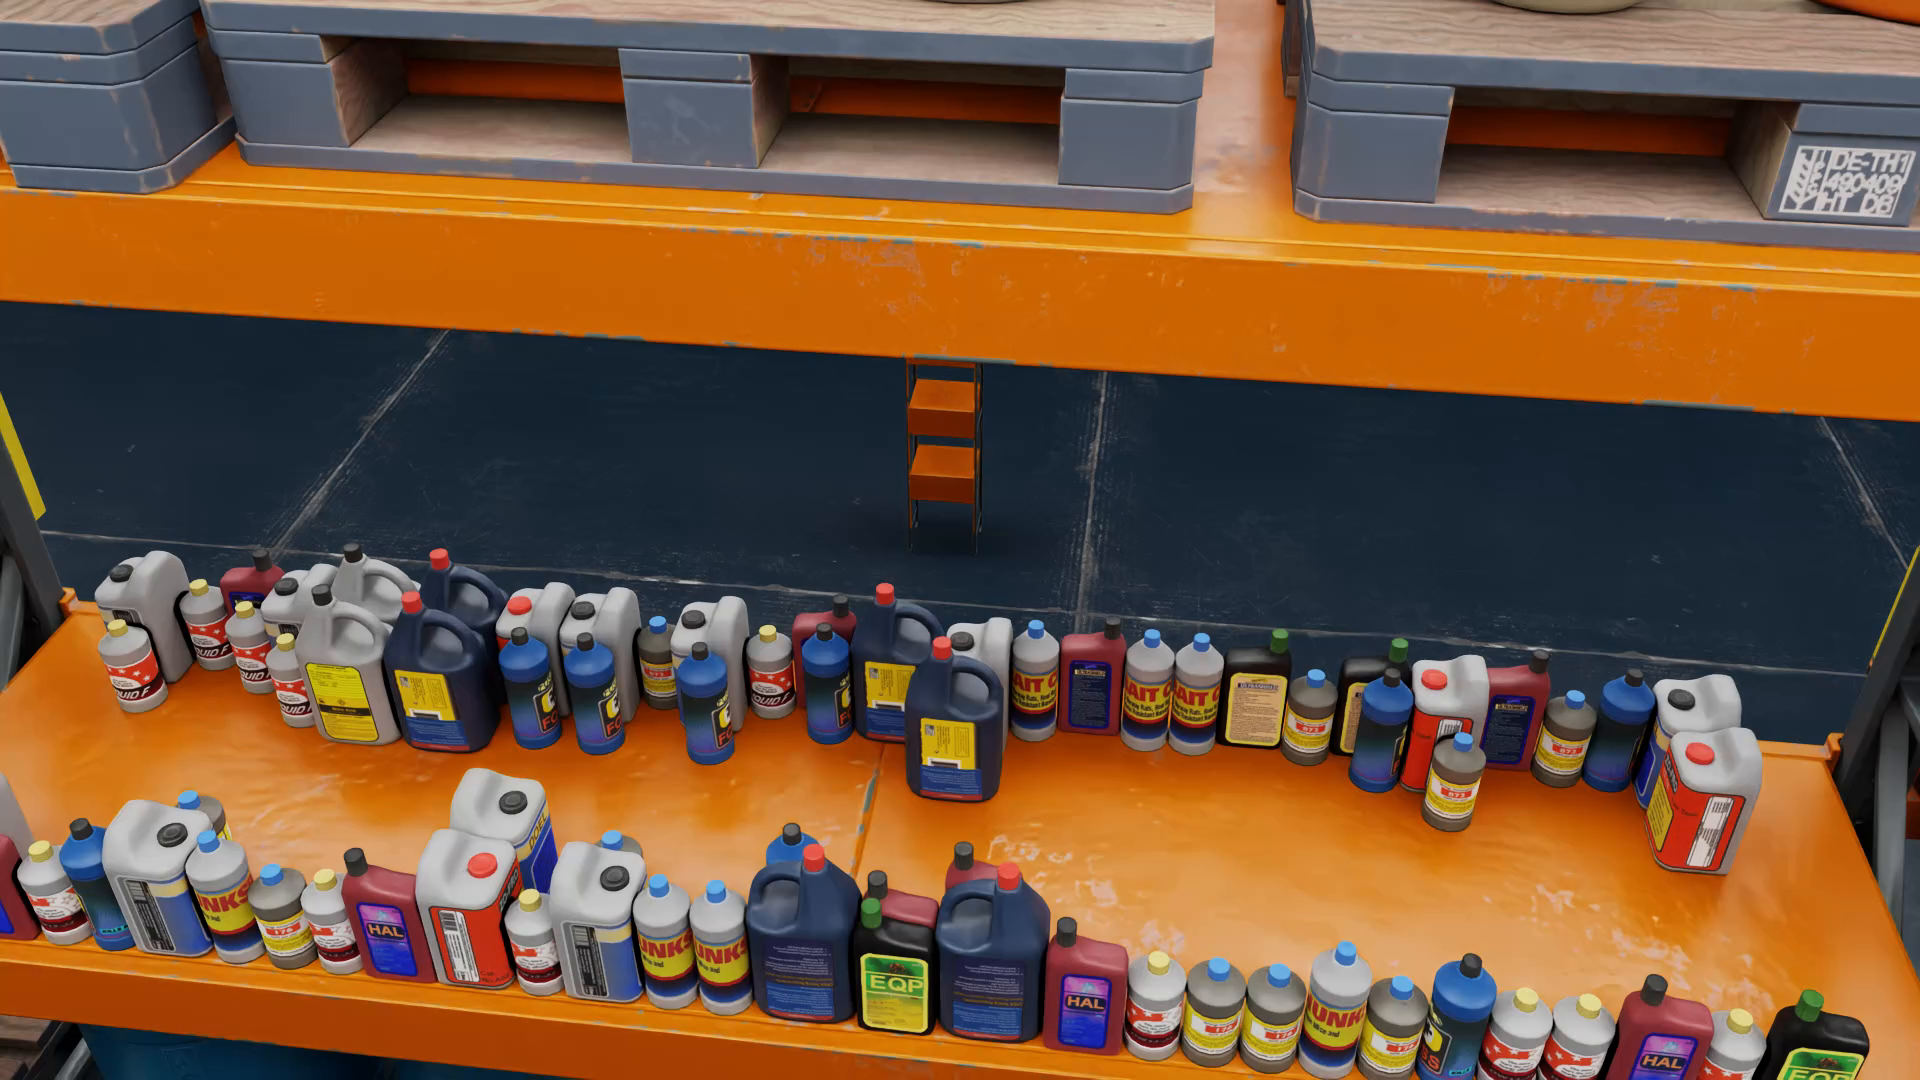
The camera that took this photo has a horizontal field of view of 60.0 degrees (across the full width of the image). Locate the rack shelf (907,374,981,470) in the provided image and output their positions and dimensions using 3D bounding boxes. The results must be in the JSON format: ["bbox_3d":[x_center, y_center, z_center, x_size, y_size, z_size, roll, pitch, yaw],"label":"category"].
[{"bbox_3d":[-0.053,-0.423,5.957,0.240,0.259,0.215,4,36,6],"label":"rack shelf"}]

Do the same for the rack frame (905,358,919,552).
[{"bbox_3d":[-0.174,-0.440,5.963,0.008,1.050,0.200,4,36,6],"label":"rack frame"}]

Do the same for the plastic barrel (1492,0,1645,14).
[{"bbox_3d":[0.715,-0.776,1.930,0.301,0.262,0.301,0,36,0],"label":"plastic barrel"}]

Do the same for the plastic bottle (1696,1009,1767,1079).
[{"bbox_3d":[1.229,0.832,2.673,0.097,0.201,0.097,0,36,0],"label":"plastic bottle"}]

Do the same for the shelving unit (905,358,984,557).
[{"bbox_3d":[-0.053,-0.431,5.951,0.252,1.050,0.215,4,36,6],"label":"shelving unit"}]

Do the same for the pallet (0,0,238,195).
[{"bbox_3d":[-1.381,-0.884,2.487,1.003,0.211,1.213,4,36,6],"label":"pallet"}]

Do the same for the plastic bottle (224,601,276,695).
[{"bbox_3d":[-1.496,0.220,3.530,0.097,0.201,0.097,0,36,0],"label":"plastic bottle"}]

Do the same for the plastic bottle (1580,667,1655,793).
[{"bbox_3d":[1.297,0.364,3.268,0.097,0.271,0.097,0,36,0],"label":"plastic bottle"}]

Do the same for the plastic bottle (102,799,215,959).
[{"bbox_3d":[-1.397,0.590,2.948,0.135,0.276,0.152,4,36,6],"label":"plastic bottle"}]

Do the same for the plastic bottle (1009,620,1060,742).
[{"bbox_3d":[0.152,0.279,3.388,0.097,0.271,0.097,0,36,0],"label":"plastic bottle"}]

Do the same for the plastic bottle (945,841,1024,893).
[{"bbox_3d":[0.042,0.637,2.876,0.133,0.283,0.061,4,36,6],"label":"plastic bottle"}]

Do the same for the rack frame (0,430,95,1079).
[{"bbox_3d":[-2.171,0.259,3.306,0.127,3.000,1.000,4,36,6],"label":"rack frame"}]

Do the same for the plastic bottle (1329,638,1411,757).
[{"bbox_3d":[0.823,0.313,3.329,0.133,0.283,0.061,4,36,6],"label":"plastic bottle"}]

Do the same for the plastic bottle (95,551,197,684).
[{"bbox_3d":[-1.739,0.152,3.562,0.135,0.276,0.152,4,36,6],"label":"plastic bottle"}]

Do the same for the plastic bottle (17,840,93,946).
[{"bbox_3d":[-1.612,0.620,2.970,0.097,0.201,0.097,0,36,0],"label":"plastic bottle"}]

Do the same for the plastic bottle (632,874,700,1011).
[{"bbox_3d":[-0.500,0.675,2.833,0.097,0.271,0.097,0,36,0],"label":"plastic bottle"}]

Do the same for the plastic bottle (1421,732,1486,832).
[{"bbox_3d":[0.952,0.456,3.200,0.097,0.201,0.097,0,36,0],"label":"plastic bottle"}]

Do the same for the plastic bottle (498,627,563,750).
[{"bbox_3d":[-0.874,0.292,3.370,0.097,0.271,0.097,0,36,0],"label":"plastic bottle"}]

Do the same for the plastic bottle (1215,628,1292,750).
[{"bbox_3d":[0.594,0.296,3.353,0.133,0.283,0.061,4,36,6],"label":"plastic bottle"}]

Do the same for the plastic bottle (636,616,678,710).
[{"bbox_3d":[-0.624,0.250,3.489,0.097,0.201,0.097,0,36,0],"label":"plastic bottle"}]

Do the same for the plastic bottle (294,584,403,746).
[{"bbox_3d":[-1.236,0.241,3.372,0.185,0.351,0.144,4,36,6],"label":"plastic bottle"}]

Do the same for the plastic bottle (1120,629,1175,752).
[{"bbox_3d":[0.380,0.296,3.364,0.097,0.271,0.097,0,36,0],"label":"plastic bottle"}]

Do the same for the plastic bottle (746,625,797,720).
[{"bbox_3d":[-0.394,0.267,3.465,0.097,0.201,0.097,0,36,0],"label":"plastic bottle"}]

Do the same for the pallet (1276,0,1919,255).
[{"bbox_3d":[1.050,-0.702,2.233,1.213,0.211,1.003,4,36,6],"label":"pallet"}]

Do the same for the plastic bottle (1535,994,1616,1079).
[{"bbox_3d":[1.000,0.815,2.697,0.097,0.201,0.097,0,36,0],"label":"plastic bottle"}]

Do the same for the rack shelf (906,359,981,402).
[{"bbox_3d":[-0.053,-0.654,5.792,0.240,0.259,0.215,4,36,6],"label":"rack shelf"}]

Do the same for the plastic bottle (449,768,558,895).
[{"bbox_3d":[-0.822,0.544,3.013,0.135,0.276,0.152,4,36,6],"label":"plastic bottle"}]

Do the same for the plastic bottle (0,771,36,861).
[{"bbox_3d":[-1.823,0.494,3.017,0.185,0.351,0.144,4,36,6],"label":"plastic bottle"}]

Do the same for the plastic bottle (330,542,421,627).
[{"bbox_3d":[-1.217,0.158,3.489,0.185,0.351,0.144,4,36,6],"label":"plastic bottle"}]

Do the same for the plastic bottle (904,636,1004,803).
[{"bbox_3d":[-0.011,0.337,3.238,0.185,0.351,0.144,4,36,6],"label":"plastic bottle"}]

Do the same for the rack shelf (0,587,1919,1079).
[{"bbox_3d":[-0.187,0.699,3.307,4.000,0.370,1.077,4,36,6],"label":"rack shelf"}]

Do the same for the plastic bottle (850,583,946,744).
[{"bbox_3d":[-0.125,0.240,3.375,0.185,0.351,0.144,4,36,6],"label":"plastic bottle"}]

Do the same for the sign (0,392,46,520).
[{"bbox_3d":[-2.099,-0.171,3.669,0.005,0.325,0.100,4,36,6],"label":"sign"}]

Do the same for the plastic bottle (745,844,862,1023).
[{"bbox_3d":[-0.261,0.647,2.804,0.185,0.351,0.144,4,36,6],"label":"plastic bottle"}]

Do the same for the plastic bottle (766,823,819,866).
[{"bbox_3d":[-0.289,0.606,2.929,0.097,0.271,0.097,0,36,0],"label":"plastic bottle"}]

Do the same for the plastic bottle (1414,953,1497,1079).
[{"bbox_3d":[0.807,0.772,2.697,0.097,0.271,0.097,0,36,0],"label":"plastic bottle"}]

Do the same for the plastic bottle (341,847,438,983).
[{"bbox_3d":[-0.981,0.645,2.865,0.133,0.283,0.061,4,36,6],"label":"plastic bottle"}]

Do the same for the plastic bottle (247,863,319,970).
[{"bbox_3d":[-1.189,0.652,2.926,0.097,0.201,0.097,0,36,0],"label":"plastic bottle"}]

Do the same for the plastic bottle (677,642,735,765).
[{"bbox_3d":[-0.510,0.319,3.332,0.097,0.271,0.097,0,36,0],"label":"plastic bottle"}]

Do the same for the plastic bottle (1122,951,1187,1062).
[{"bbox_3d":[0.324,0.765,2.767,0.097,0.201,0.097,0,36,0],"label":"plastic bottle"}]

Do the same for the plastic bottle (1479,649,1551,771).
[{"bbox_3d":[1.088,0.333,3.301,0.133,0.283,0.061,4,36,6],"label":"plastic bottle"}]

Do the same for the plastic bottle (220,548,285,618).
[{"bbox_3d":[-1.503,0.140,3.572,0.133,0.283,0.061,4,36,6],"label":"plastic bottle"}]

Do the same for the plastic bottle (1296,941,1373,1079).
[{"bbox_3d":[0.614,0.758,2.717,0.097,0.271,0.097,0,36,0],"label":"plastic bottle"}]

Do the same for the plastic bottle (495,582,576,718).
[{"bbox_3d":[-0.876,0.216,3.471,0.135,0.276,0.152,4,36,6],"label":"plastic bottle"}]

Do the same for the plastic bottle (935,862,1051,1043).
[{"bbox_3d":[0.055,0.670,2.771,0.185,0.351,0.144,4,36,6],"label":"plastic bottle"}]

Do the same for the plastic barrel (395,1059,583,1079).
[{"bbox_3d":[-0.931,1.044,3.650,0.708,0.901,0.600,4,36,6],"label":"plastic barrel"}]

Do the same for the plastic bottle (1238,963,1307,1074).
[{"bbox_3d":[0.517,0.779,2.747,0.097,0.201,0.097,0,36,0],"label":"plastic bottle"}]

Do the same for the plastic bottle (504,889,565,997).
[{"bbox_3d":[-0.730,0.686,2.878,0.097,0.201,0.097,0,36,0],"label":"plastic bottle"}]
